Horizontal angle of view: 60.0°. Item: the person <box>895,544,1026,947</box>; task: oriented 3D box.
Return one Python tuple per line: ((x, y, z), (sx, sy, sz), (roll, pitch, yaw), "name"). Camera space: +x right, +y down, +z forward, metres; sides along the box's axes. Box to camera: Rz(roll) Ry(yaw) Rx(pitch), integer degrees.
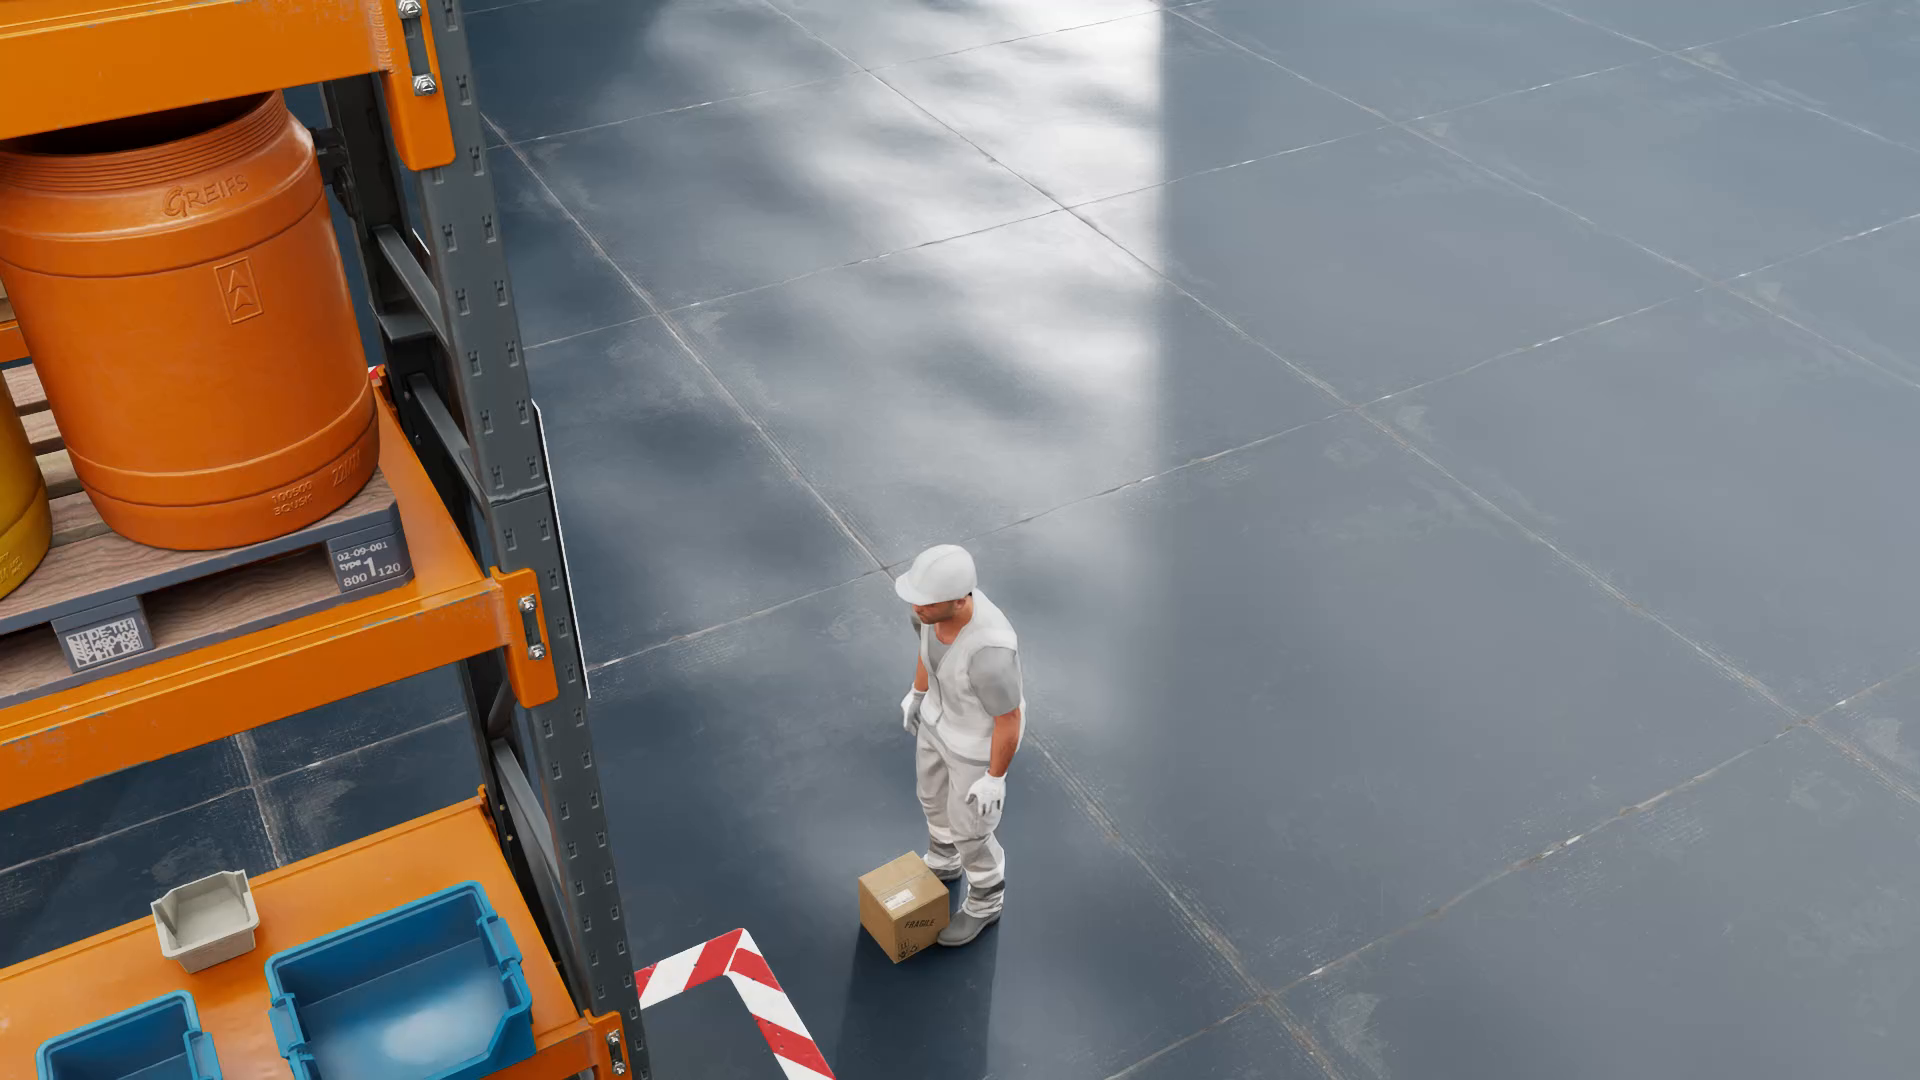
((-0.016, 0.715, 5.950), (0.455, 1.779, 0.613), (-19, 41, -24), "person")
